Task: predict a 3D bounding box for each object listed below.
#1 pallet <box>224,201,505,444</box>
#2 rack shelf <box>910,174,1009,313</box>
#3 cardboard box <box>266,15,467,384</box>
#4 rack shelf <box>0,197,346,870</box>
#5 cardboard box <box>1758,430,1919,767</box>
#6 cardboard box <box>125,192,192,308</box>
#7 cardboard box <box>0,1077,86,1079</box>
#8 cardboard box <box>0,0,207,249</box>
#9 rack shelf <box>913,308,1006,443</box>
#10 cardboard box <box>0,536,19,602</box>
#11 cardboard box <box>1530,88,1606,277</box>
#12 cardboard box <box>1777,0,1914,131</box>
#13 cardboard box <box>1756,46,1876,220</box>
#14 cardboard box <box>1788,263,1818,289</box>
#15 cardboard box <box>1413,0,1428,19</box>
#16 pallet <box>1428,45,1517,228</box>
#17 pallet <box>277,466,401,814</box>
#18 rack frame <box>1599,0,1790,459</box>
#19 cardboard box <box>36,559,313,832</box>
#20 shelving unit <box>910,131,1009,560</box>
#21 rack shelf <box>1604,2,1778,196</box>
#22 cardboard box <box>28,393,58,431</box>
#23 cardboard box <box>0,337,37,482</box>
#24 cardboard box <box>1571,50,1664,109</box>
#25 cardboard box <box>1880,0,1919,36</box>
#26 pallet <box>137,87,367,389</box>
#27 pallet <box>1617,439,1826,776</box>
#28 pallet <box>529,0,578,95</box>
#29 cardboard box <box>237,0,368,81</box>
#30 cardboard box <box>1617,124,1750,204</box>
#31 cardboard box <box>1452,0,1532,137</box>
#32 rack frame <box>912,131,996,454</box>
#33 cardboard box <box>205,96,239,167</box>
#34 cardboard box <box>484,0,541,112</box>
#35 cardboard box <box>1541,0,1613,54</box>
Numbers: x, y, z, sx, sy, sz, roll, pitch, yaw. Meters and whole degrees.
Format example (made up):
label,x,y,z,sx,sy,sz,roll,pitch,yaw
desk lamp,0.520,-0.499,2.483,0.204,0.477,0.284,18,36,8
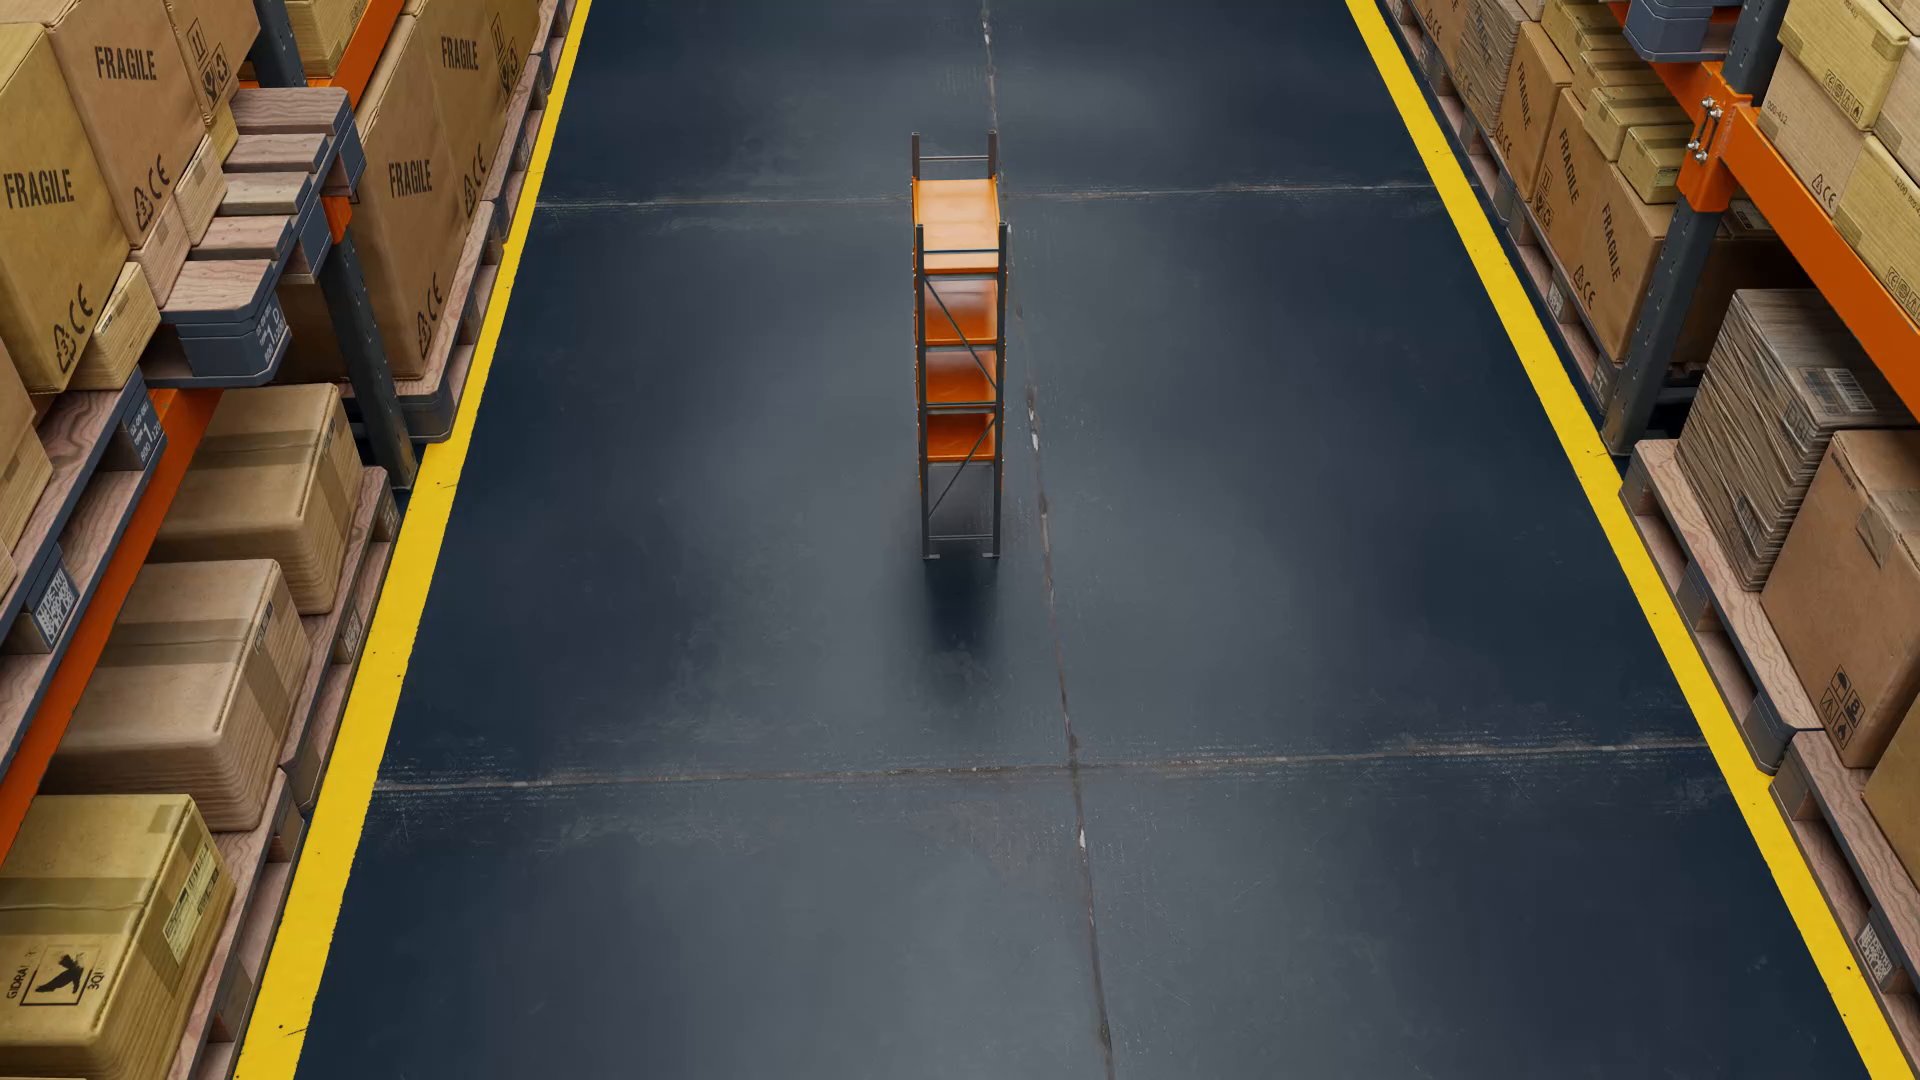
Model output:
label,x,y,z,sx,sy,sz,roll,pitch,yaw
pallet,-2.249,-0.796,5.962,1.003,0.211,1.213,-2,43,-2
rack shelf,-0.007,-0.844,4.701,0.258,0.148,0.480,-2,43,-2
cardboard box,-2.237,-1.130,5.524,0.875,0.875,0.875,-2,43,-2
rack shelf,-2.206,0.326,3.207,1.077,0.370,4.000,-2,43,-2
cardboard box,2.717,0.148,4.315,0.875,0.625,0.625,0,43,0
cardboard box,-1.900,-0.619,3.581,0.380,0.149,0.250,-4,43,-4
cardboard box,-2.180,1.385,3.153,0.950,0.372,0.625,1,43,1
cardboard box,-1.961,-0.943,3.454,0.500,0.500,0.500,-2,43,-2
rack shelf,-0.007,-0.504,5.012,0.258,0.148,0.480,-2,43,-2
cardboard box,-1.856,0.086,2.812,0.380,0.149,0.250,0,43,0
cardboard box,2.425,-1.285,5.971,0.500,0.500,0.500,-2,43,-2
cardboard box,2.418,-1.256,4.142,0.500,0.250,0.500,-2,43,-2
cardboard box,2.443,-1.073,4.311,0.500,0.250,0.500,-1,43,-2
cardboard box,2.930,-0.960,5.617,0.500,0.500,0.500,0,43,0
cardboard box,2.327,-2.676,7.489,0.500,0.500,0.500,-2,43,-2
pallet,2.625,-1.733,6.985,1.003,0.211,1.213,-2,43,-2
pallet,-2.259,0.266,4.804,1.003,0.211,1.213,-2,43,-2
rack frame,2.668,-1.434,4.595,1.000,3.000,0.127,-2,43,-2
cardboard box,-2.237,0.404,4.223,0.950,0.372,0.625,-2,43,-3
shelving unit,-0.007,-0.554,4.967,0.258,1.200,0.503,-2,43,-2
rack shelf,2.583,-2.519,6.311,1.077,0.370,4.000,-2,43,-2
cardboard box,-1.990,-0.261,3.190,0.380,0.149,0.250,-1,43,-1
cardboard box,-1.916,-0.234,2.680,0.500,0.500,0.500,-3,43,-4
cardboard box,2.385,-1.595,5.830,0.380,0.149,0.250,-3,43,-3
cardboard box,2.400,-1.307,3.902,0.380,0.149,0.250,-1,43,-1
pallet,-2.154,-0.741,3.980,1.213,0.211,1.003,-2,43,-2
pallet,2.664,0.150,4.930,1.003,0.211,1.213,-2,43,-2
pallet,-2.353,-2.443,7.759,1.003,0.211,1.213,-2,43,-2
cardboard box,-2.060,-1.572,4.856,0.500,0.250,0.500,-2,43,-3
cardboard box,2.394,-1.233,5.434,0.380,0.149,0.250,-4,43,-4
cardboard box,2.359,-1.989,6.739,0.500,0.500,0.500,-3,43,-3
rack frame,-0.017,-0.719,5.146,0.240,1.200,0.015,-2,43,-2
cardboard box,-1.958,-0.958,3.951,0.380,0.149,0.250,-1,43,-1
cardboard box,-2.308,-2.336,6.840,0.875,0.875,0.875,-1,43,-1
cardboard box,2.408,-1.943,6.209,0.380,0.149,0.250,-2,43,-2
